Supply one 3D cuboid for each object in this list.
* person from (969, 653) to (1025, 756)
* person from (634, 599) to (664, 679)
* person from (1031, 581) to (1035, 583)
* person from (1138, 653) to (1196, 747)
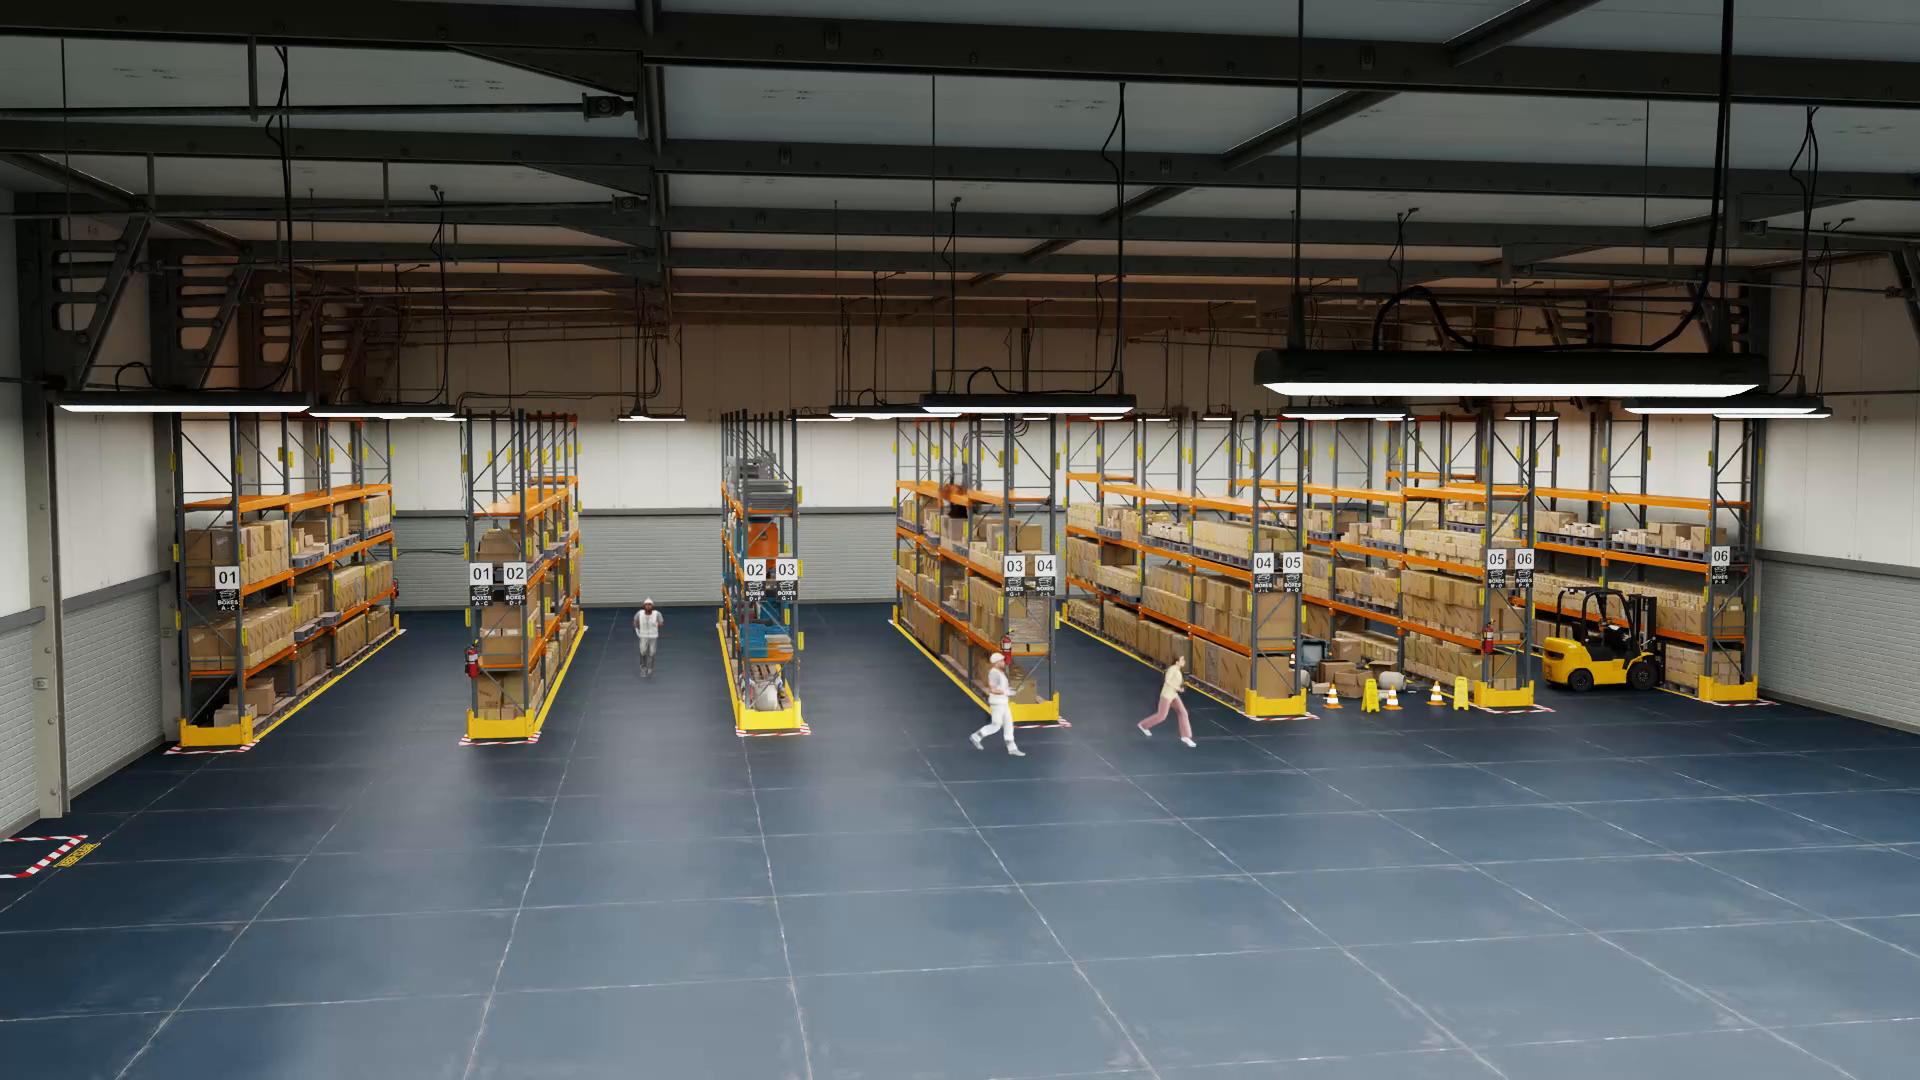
[{"bbox_3d":[0.644,2.824,28.582,0.977,1.782,0.658,1,4,14],"label":"person"},{"bbox_3d":[-7.037,2.230,37.624,0.667,1.800,0.752,-1,4,-12],"label":"person"},{"bbox_3d":[1.891,1.557,47.865,0.766,1.674,0.603,1,4,11],"label":"person"},{"bbox_3d":[3.696,2.836,29.674,1.095,1.660,0.565,2,5,28],"label":"person"}]
